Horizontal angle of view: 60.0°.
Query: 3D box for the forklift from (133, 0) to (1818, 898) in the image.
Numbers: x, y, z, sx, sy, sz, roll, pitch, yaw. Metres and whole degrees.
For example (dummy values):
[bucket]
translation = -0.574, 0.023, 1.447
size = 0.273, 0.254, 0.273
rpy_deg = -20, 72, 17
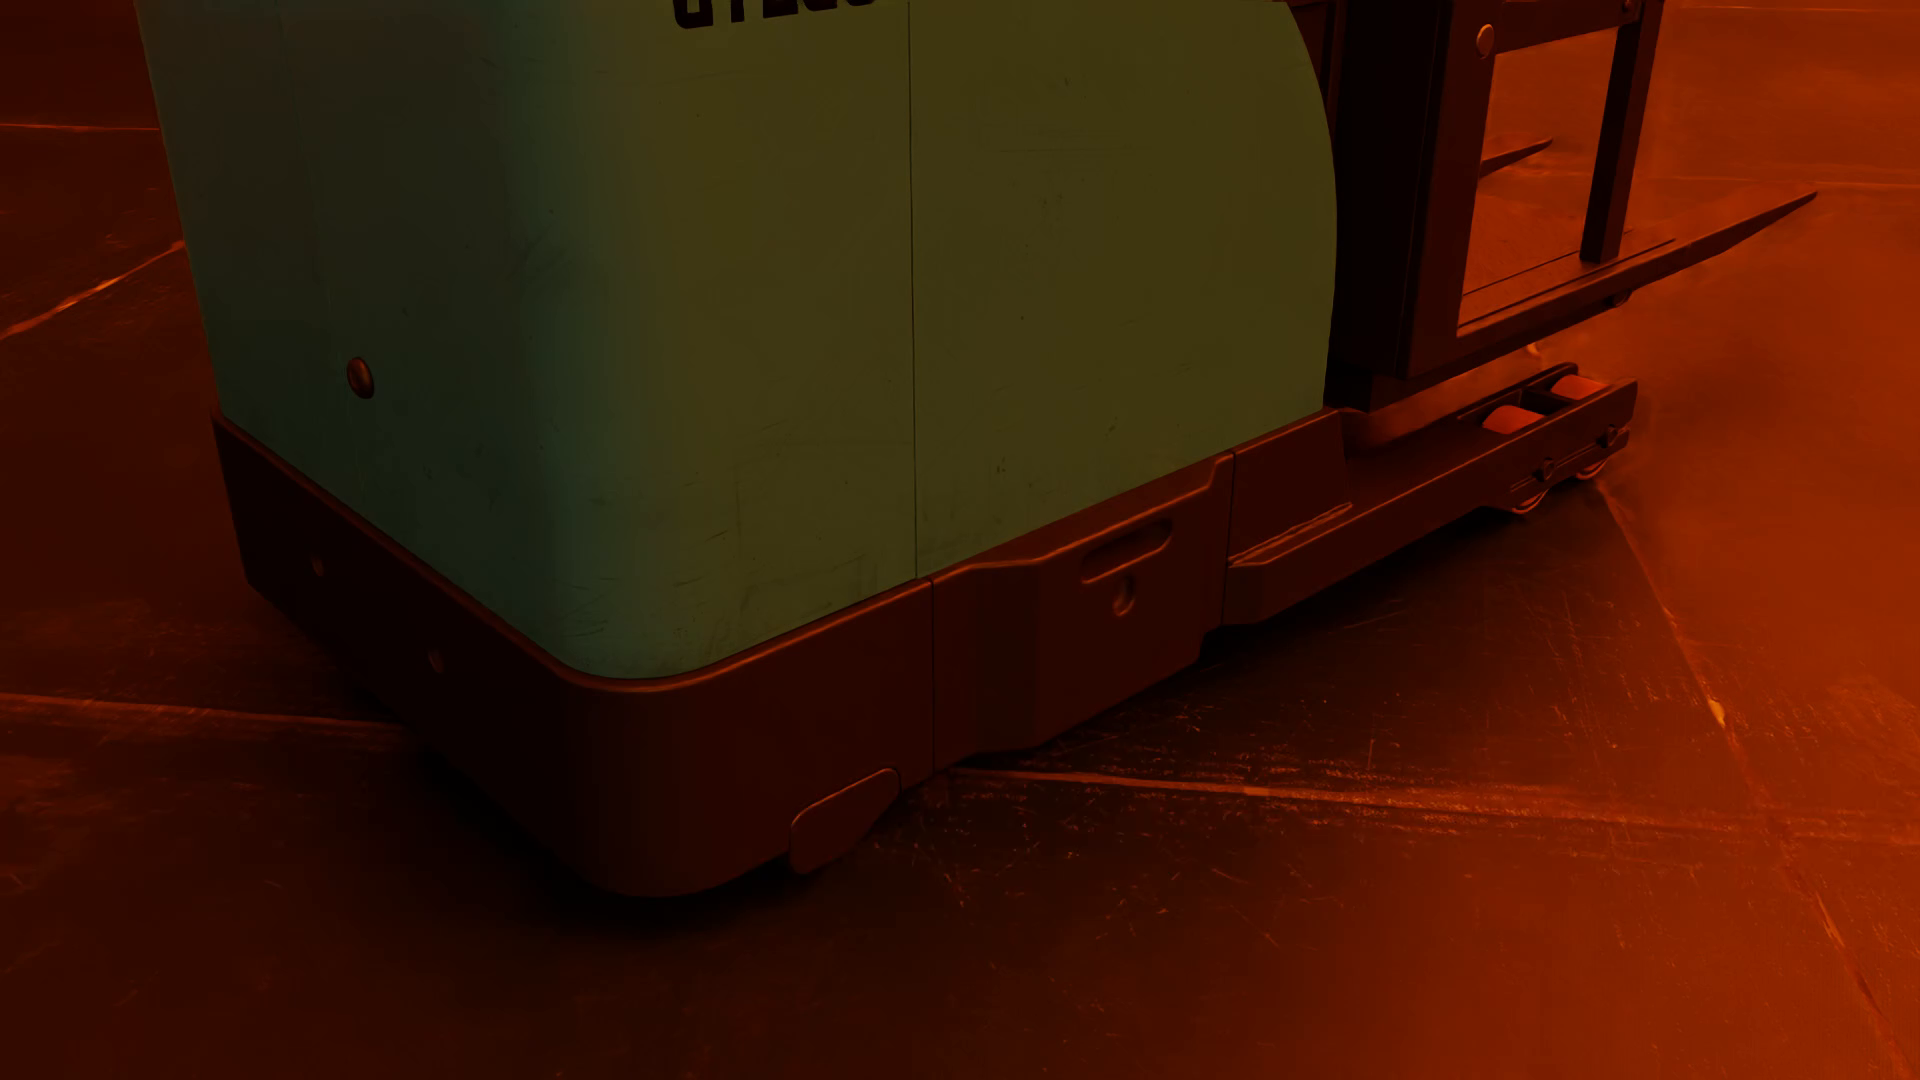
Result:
[forklift]
translation = 0.455, -1.504, 2.232
size = 3.031, 2.935, 1.130
rpy_deg = -22, 34, -37
